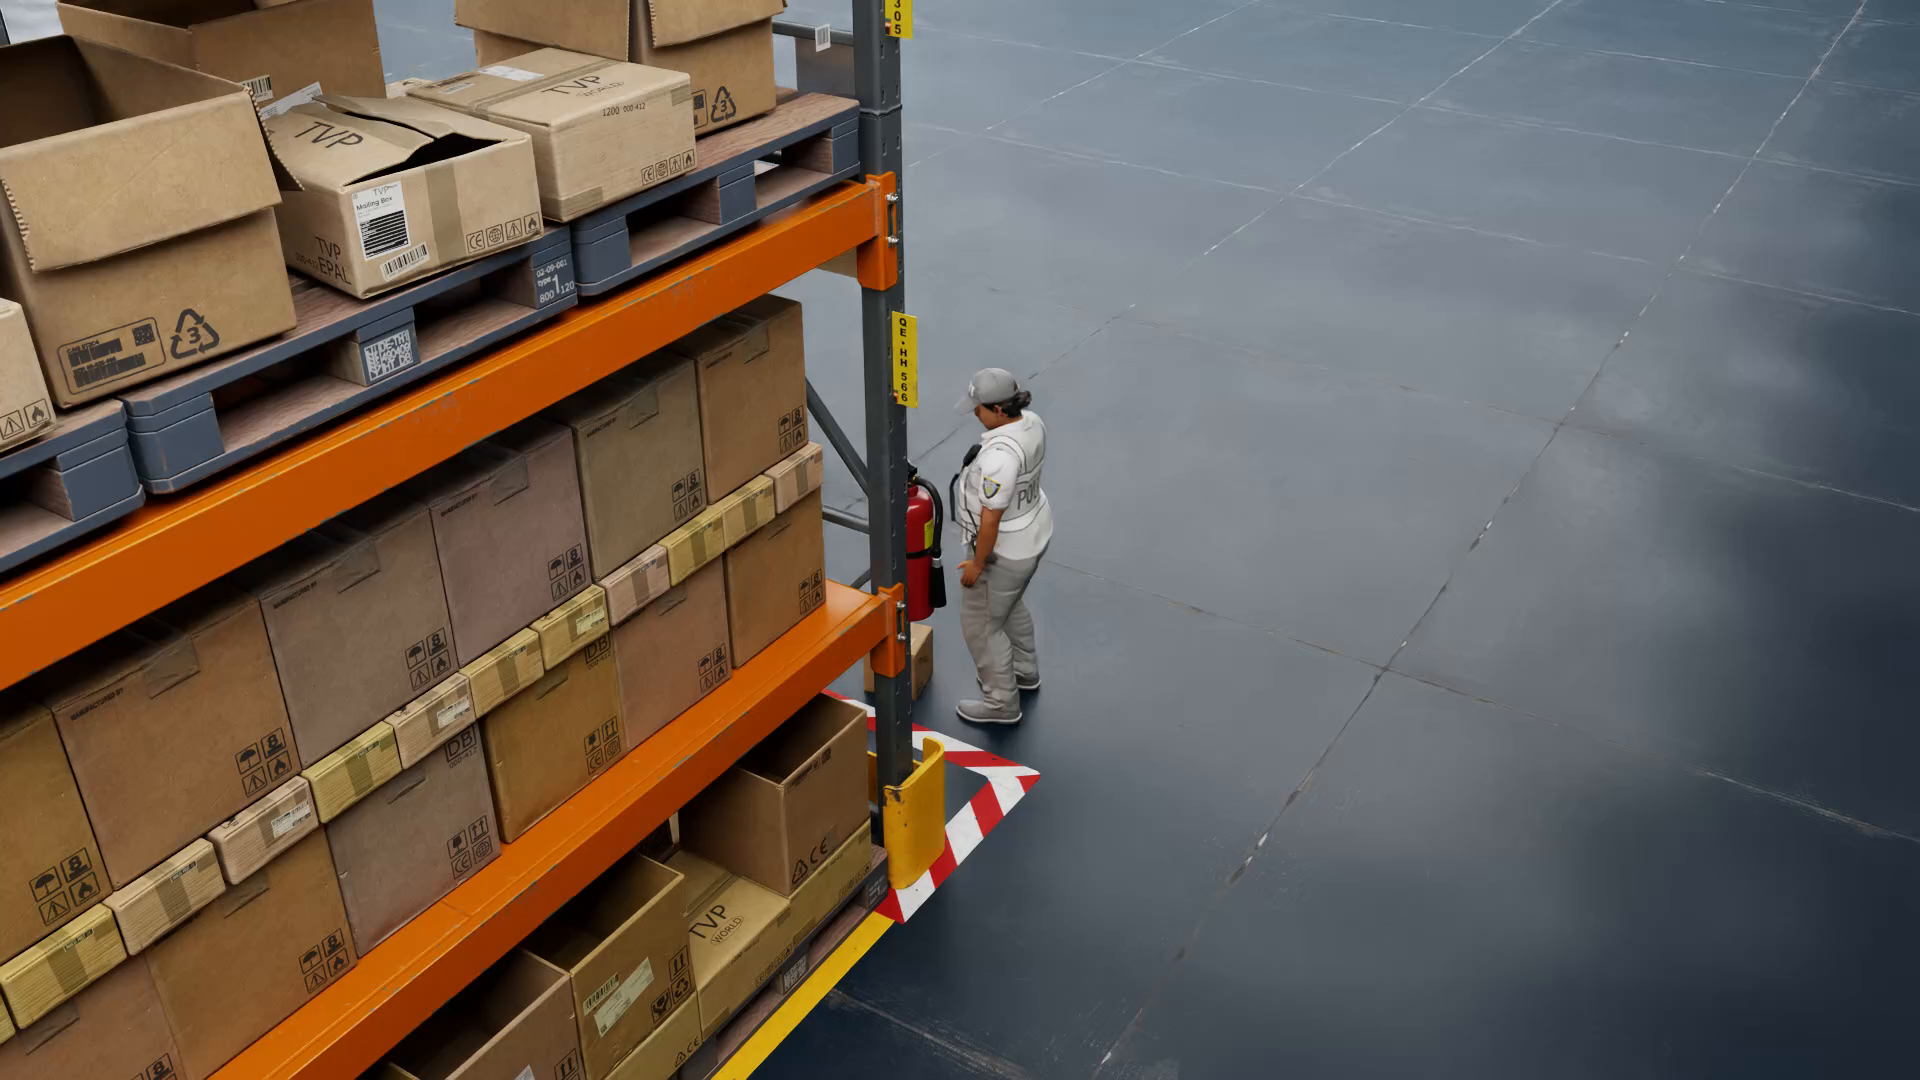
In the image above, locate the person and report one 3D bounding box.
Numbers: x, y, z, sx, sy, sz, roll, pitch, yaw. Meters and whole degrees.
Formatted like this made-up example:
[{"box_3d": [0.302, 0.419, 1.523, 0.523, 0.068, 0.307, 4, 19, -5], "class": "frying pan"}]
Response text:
[{"box_3d": [0.175, 0.032, 7.098, 0.401, 1.650, 0.476, 10, 32, 17], "class": "person"}]
